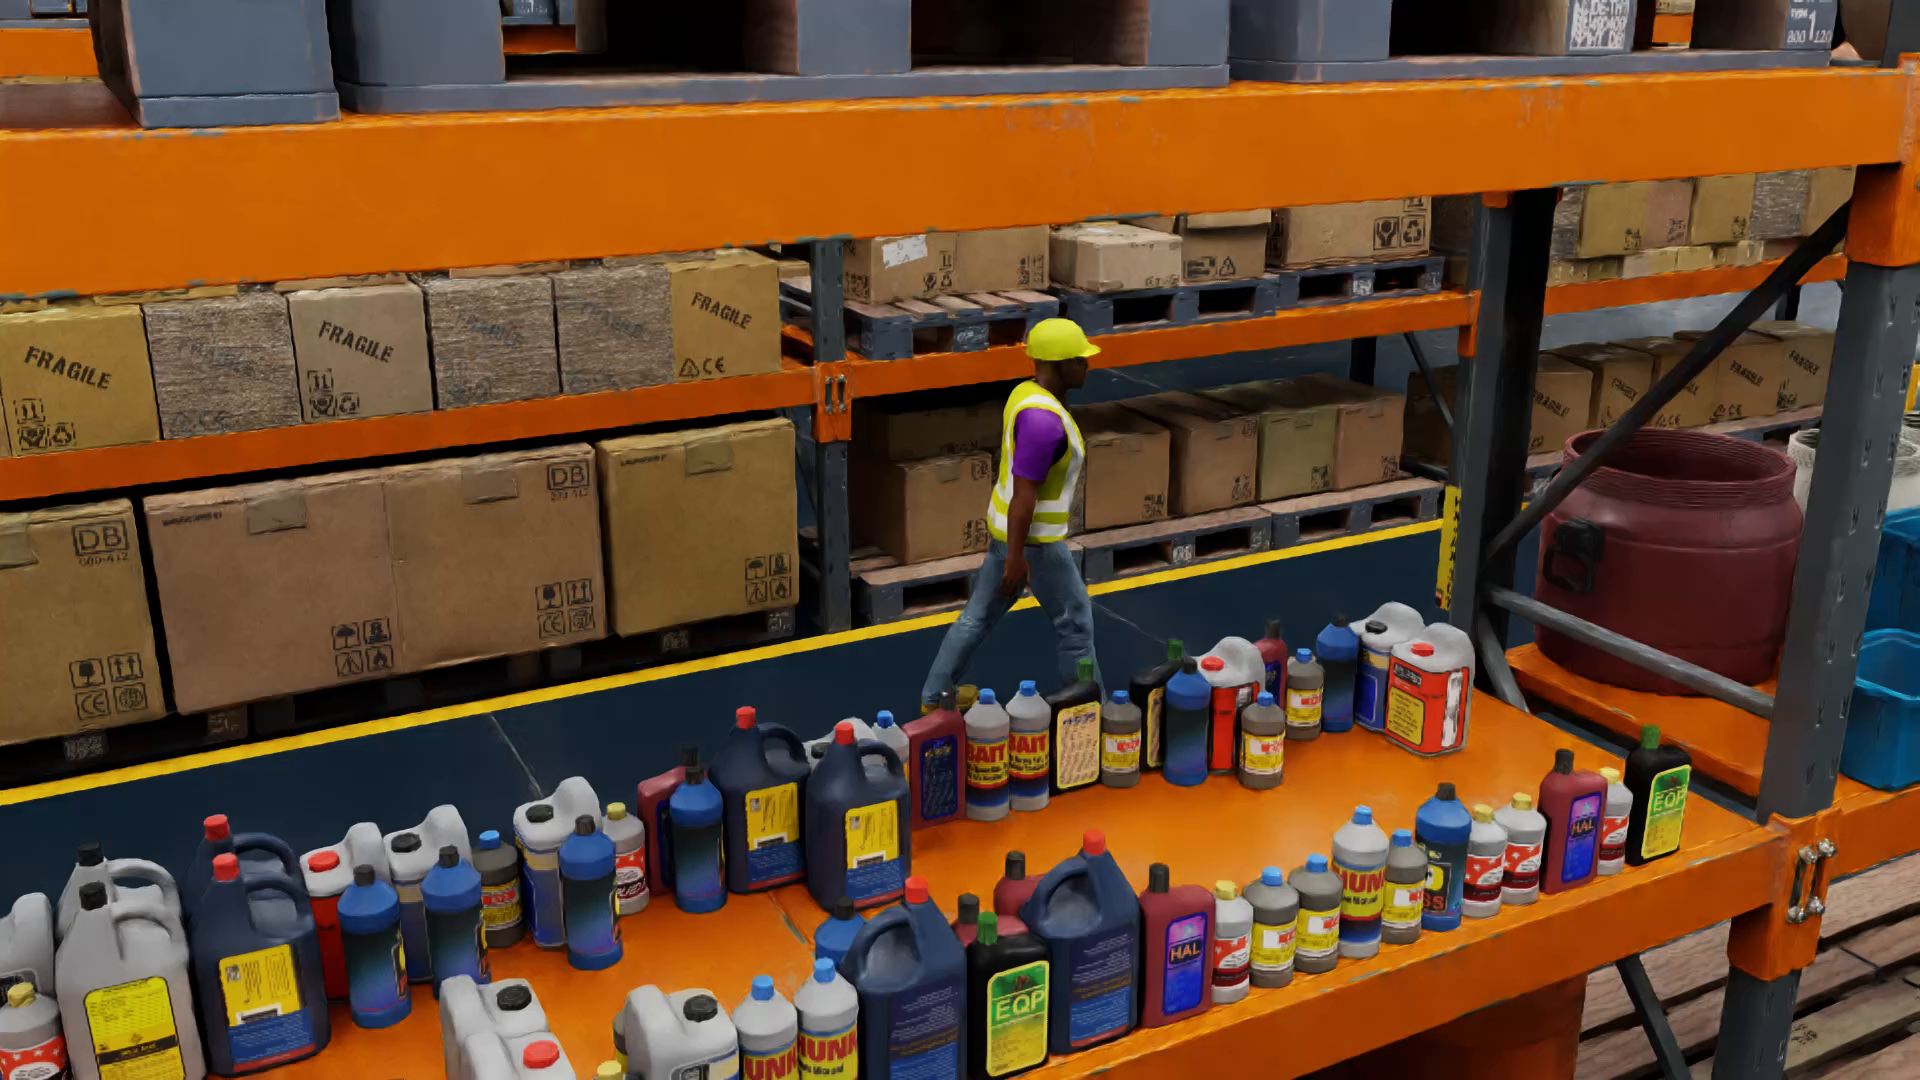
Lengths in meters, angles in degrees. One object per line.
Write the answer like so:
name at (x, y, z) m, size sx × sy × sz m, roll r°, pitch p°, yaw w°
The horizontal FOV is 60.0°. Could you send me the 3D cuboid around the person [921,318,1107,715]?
person at (0.322, -0.035, 6.692) m, size 0.963 × 1.727 × 0.617 m, roll -2°, pitch 18°, yaw -5°
